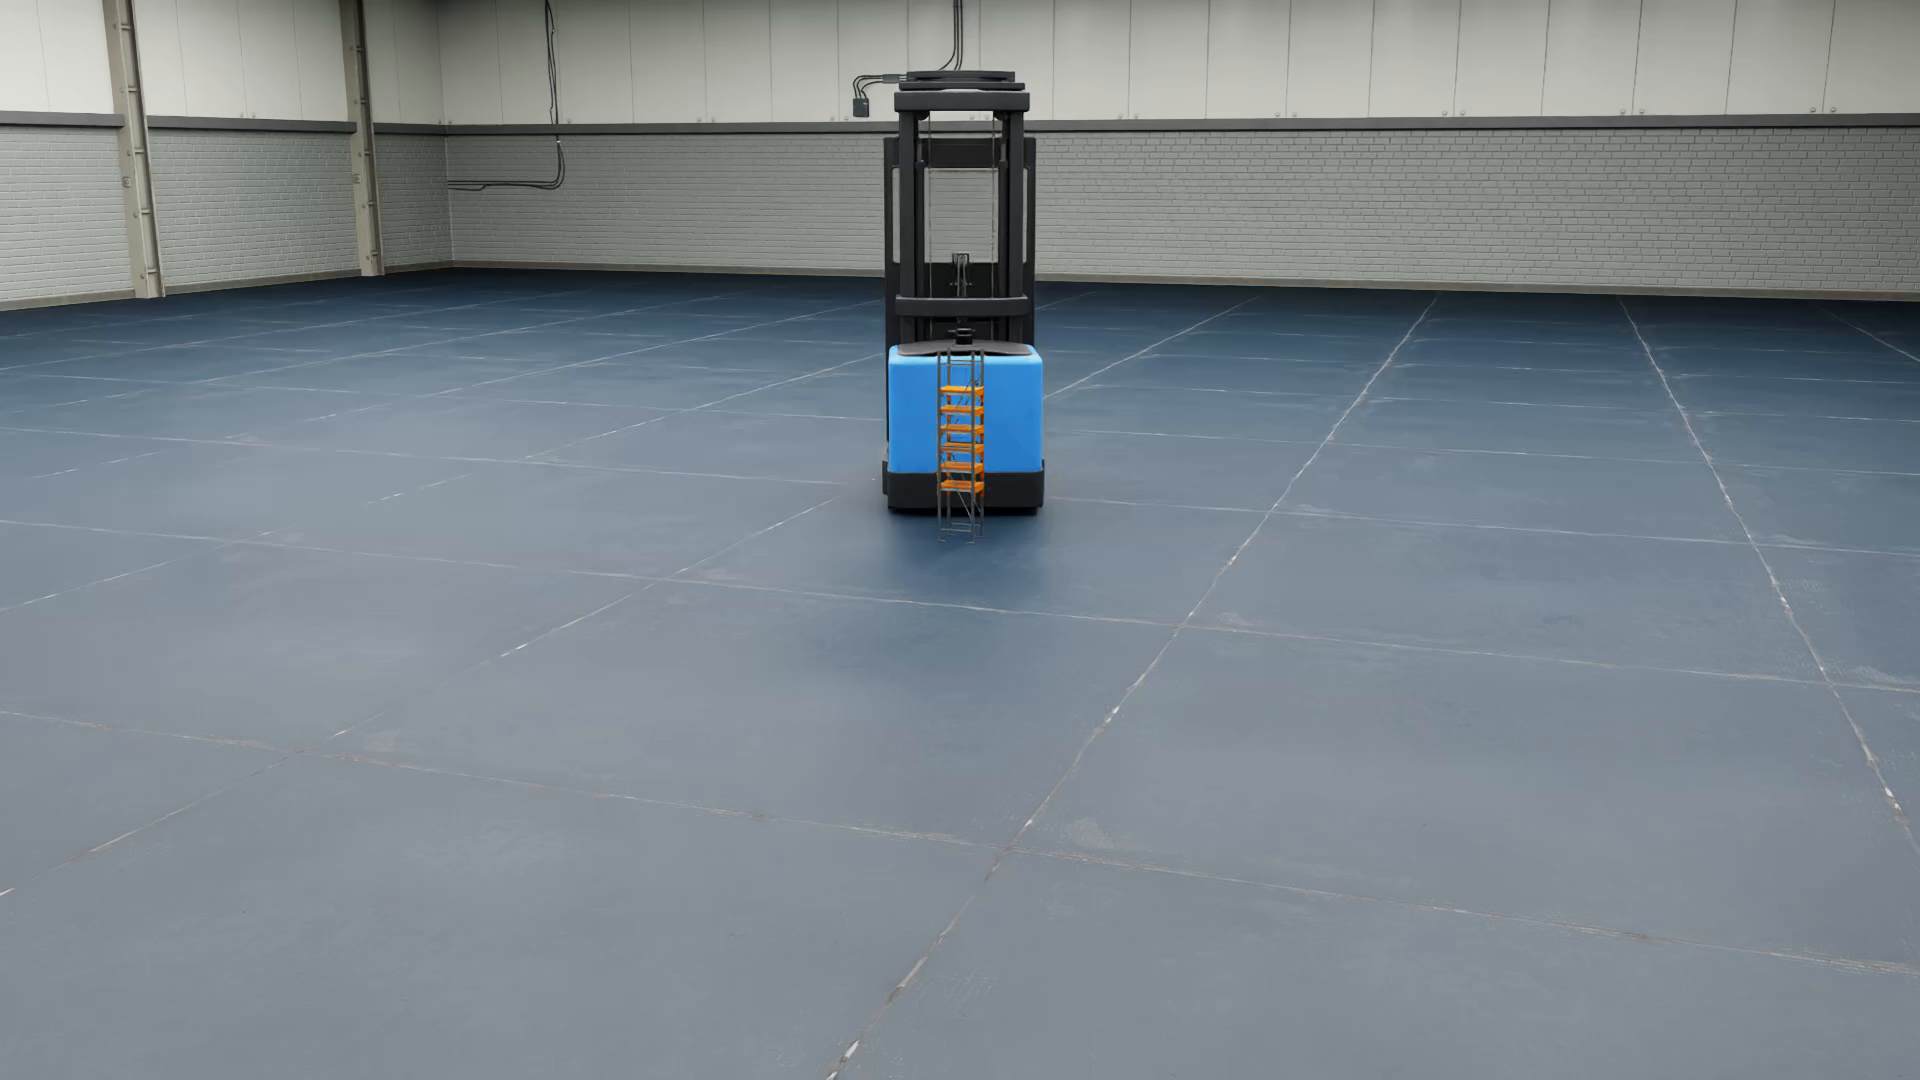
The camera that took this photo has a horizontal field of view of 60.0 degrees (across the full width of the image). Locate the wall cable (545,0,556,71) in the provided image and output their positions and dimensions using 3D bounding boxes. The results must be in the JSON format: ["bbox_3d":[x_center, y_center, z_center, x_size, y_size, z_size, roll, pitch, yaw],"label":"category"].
[{"bbox_3d":[-7.471,-11.179,34.871,3.097,2.526,0.112,4,14,18],"label":"wall cable"}]

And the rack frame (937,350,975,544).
[{"bbox_3d":[-0.025,-0.569,10.283,0.240,1.200,0.006,4,14,18],"label":"rack frame"}]

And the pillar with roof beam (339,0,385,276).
[{"bbox_3d":[-8.162,-9.590,32.282,9.100,9.000,0.400,4,14,18],"label":"pillar with roof beam"}]

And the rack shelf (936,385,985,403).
[{"bbox_3d":[0.005,-0.896,10.298,0.258,0.103,0.180,4,14,18],"label":"rack shelf"}]

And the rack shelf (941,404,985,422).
[{"bbox_3d":[0.005,-0.779,10.324,0.258,0.103,0.180,4,14,18],"label":"rack shelf"}]

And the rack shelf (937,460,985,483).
[{"bbox_3d":[0.005,-0.428,10.404,0.258,0.103,0.180,4,14,18],"label":"rack shelf"}]

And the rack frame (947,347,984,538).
[{"bbox_3d":[0.034,-0.607,10.452,0.240,1.200,0.006,4,14,18],"label":"rack frame"}]

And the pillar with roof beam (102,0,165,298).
[{"bbox_3d":[-10.103,-8.327,26.747,9.100,9.000,0.400,4,14,18],"label":"pillar with roof beam"}]

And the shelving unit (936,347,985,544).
[{"bbox_3d":[0.005,-0.588,10.368,0.258,1.200,0.189,4,14,18],"label":"shelving unit"}]

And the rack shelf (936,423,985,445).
[{"bbox_3d":[0.005,-0.662,10.351,0.258,0.103,0.180,4,14,18],"label":"rack shelf"}]

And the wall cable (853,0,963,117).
[{"bbox_3d":[-1.053,-11.396,32.553,2.305,6.003,0.169,4,14,18],"label":"wall cable"}]

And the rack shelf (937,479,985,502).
[{"bbox_3d":[0.005,-0.311,10.431,0.258,0.103,0.180,4,14,18],"label":"rack shelf"}]

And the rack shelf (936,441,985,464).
[{"bbox_3d":[0.005,-0.545,10.378,0.258,0.103,0.180,4,14,18],"label":"rack shelf"}]

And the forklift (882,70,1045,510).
[{"bbox_3d":[-0.011,-1.911,12.272,1.130,2.935,3.031,0,13,-2],"label":"forklift"}]

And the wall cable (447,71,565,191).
[{"bbox_3d":[-10.031,-8.911,36.286,3.097,2.526,0.112,4,14,18],"label":"wall cable"}]
